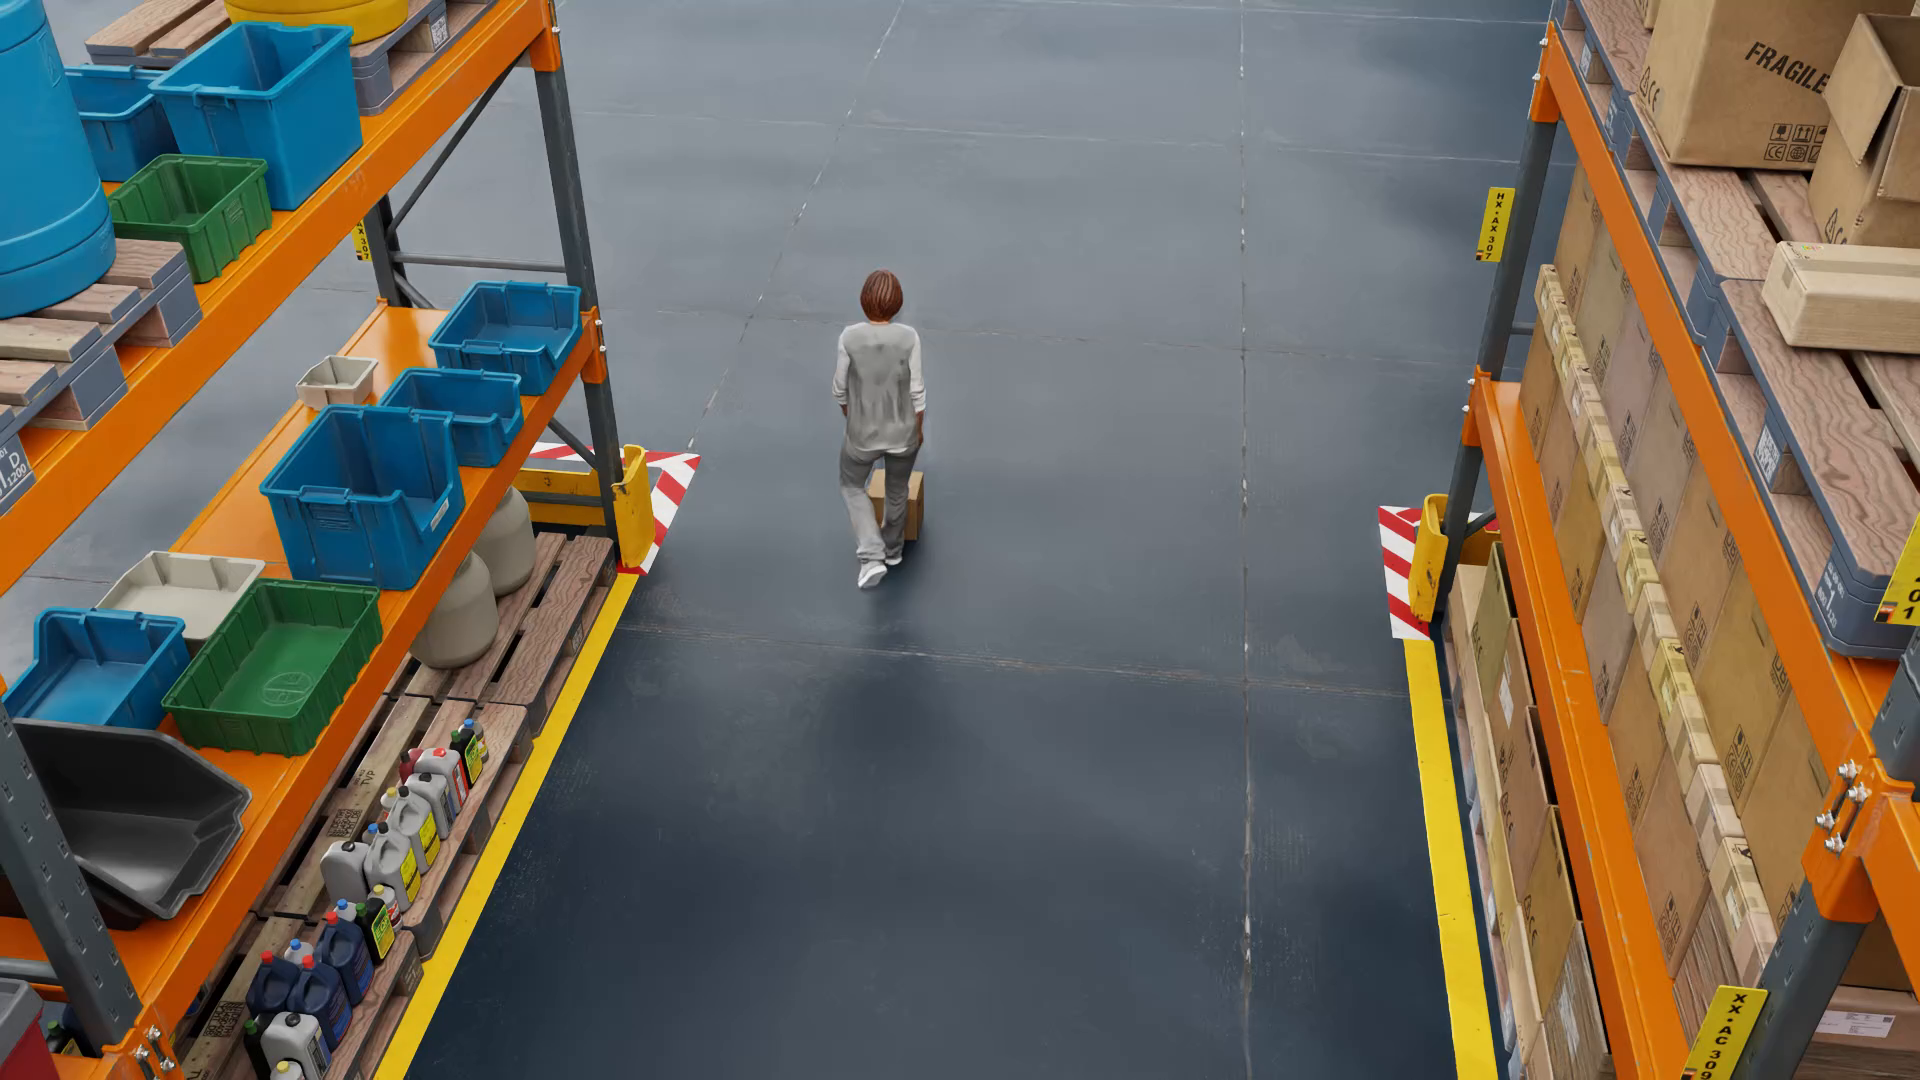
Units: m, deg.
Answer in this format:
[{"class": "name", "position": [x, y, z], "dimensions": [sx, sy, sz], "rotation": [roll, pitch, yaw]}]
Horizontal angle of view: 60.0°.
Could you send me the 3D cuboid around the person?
[{"class": "person", "position": [-0.362, -0.464, 7.661], "dimensions": [0.419, 1.573, 0.641], "rotation": [-4, 37, -6]}]
